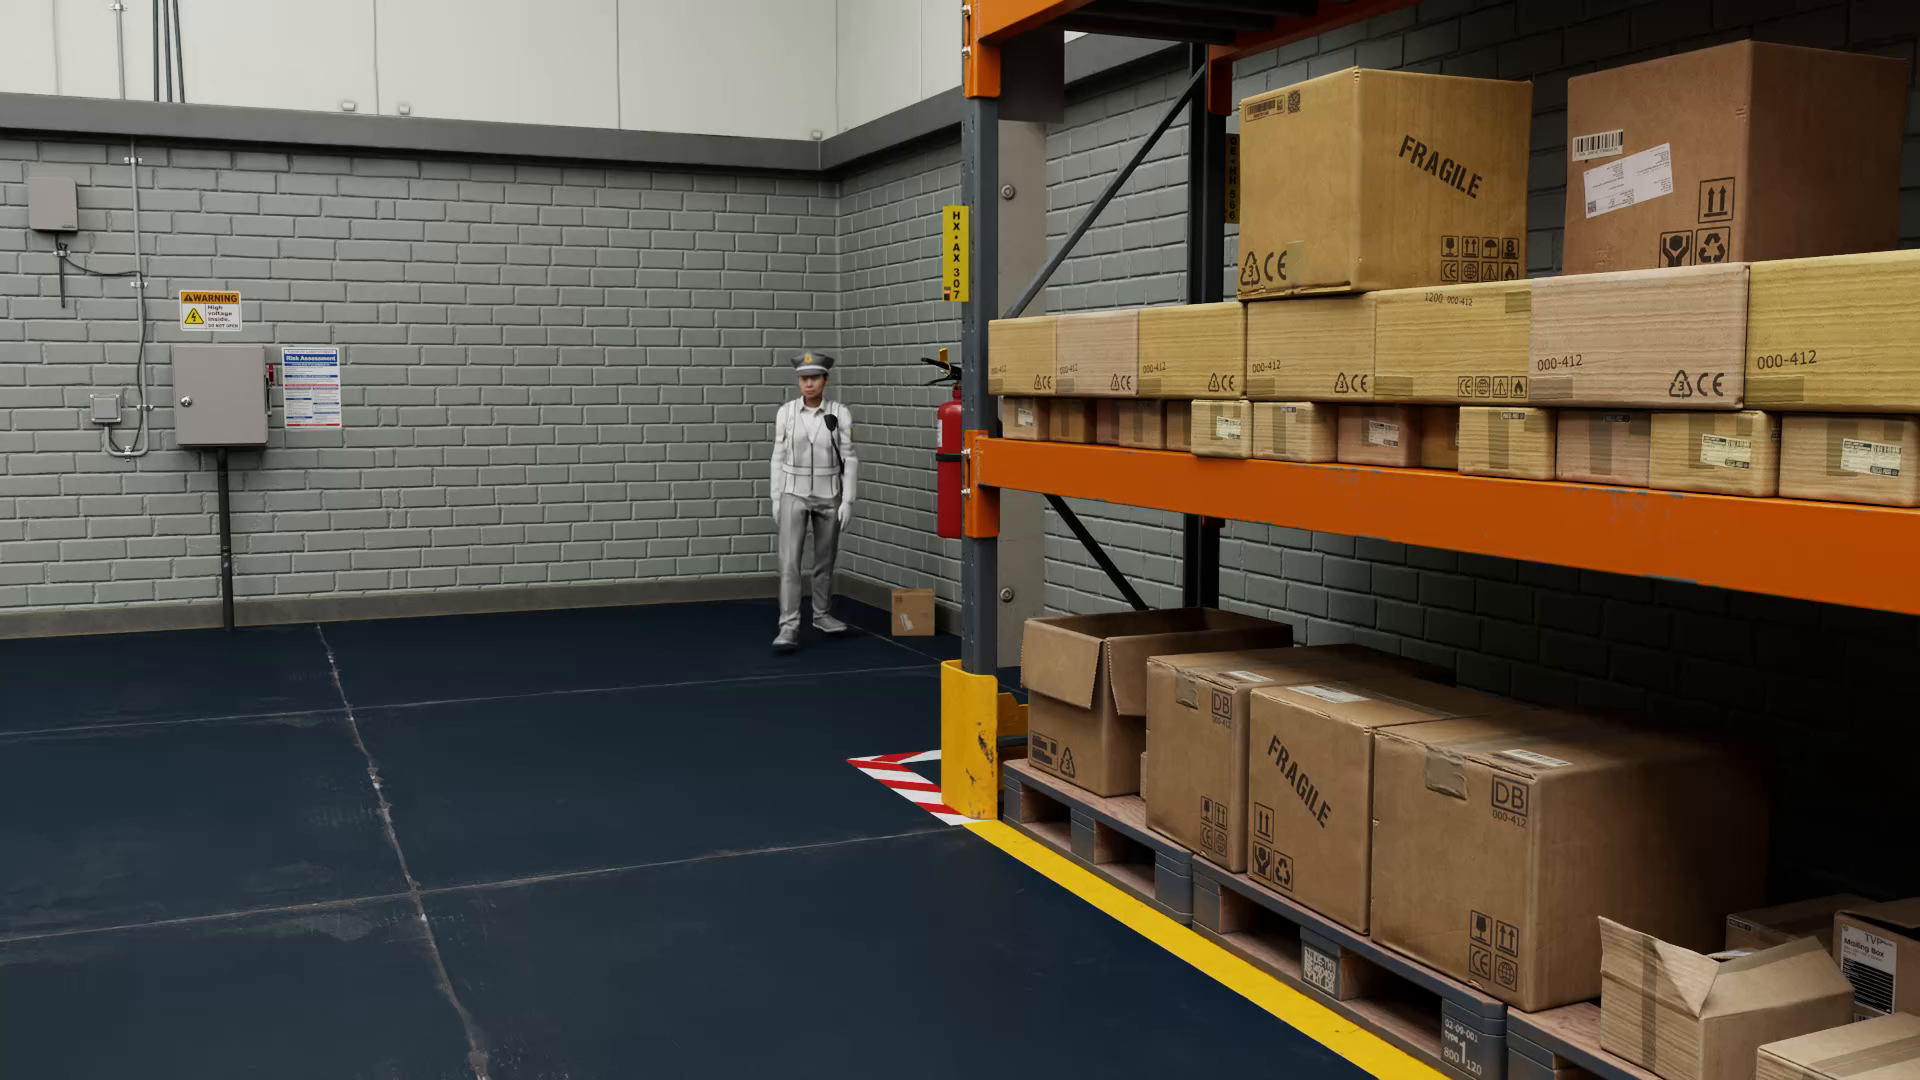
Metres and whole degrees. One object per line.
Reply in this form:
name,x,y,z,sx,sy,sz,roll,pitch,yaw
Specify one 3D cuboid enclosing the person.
person,-0.822,-0.235,9.379,0.501,1.640,0.856,-1,6,-7
